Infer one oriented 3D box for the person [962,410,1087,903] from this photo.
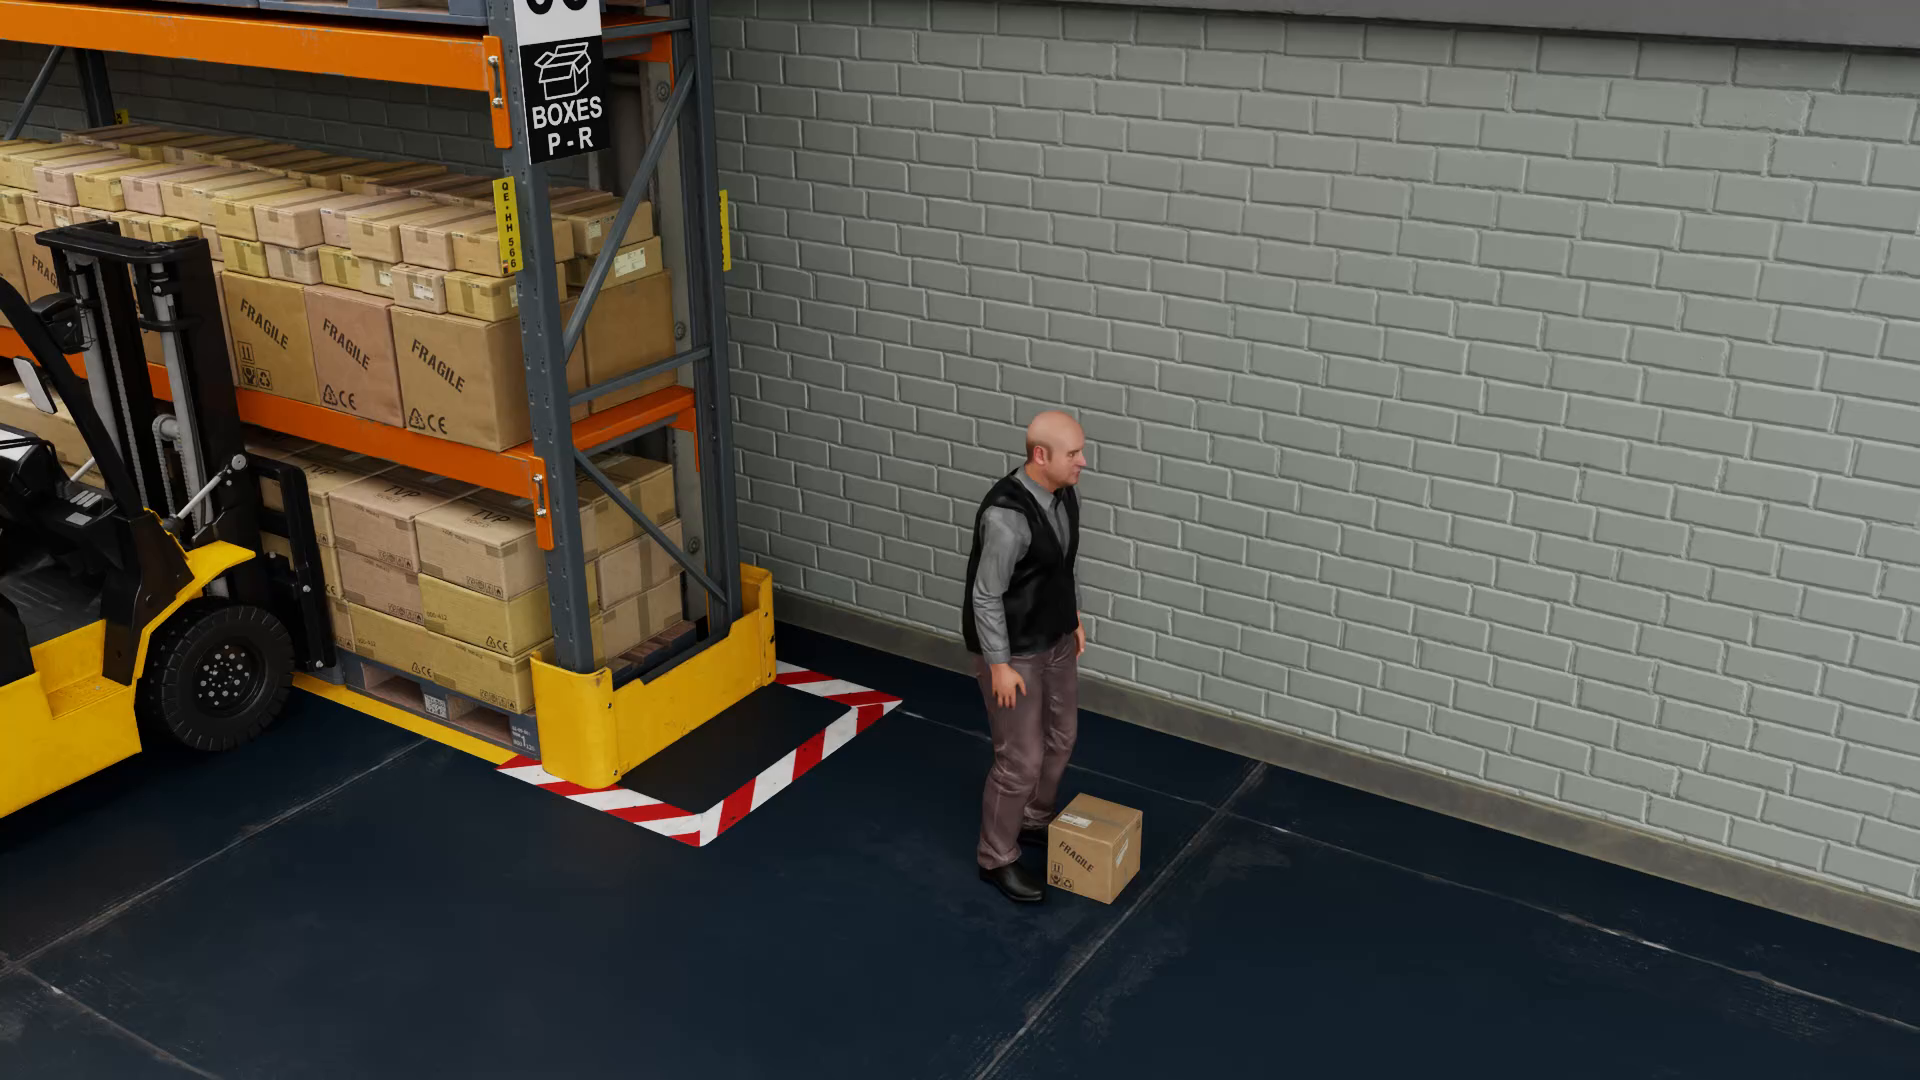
[{"bbox_3d":[0.243,0.416,5.778,0.398,1.616,0.580,14,27,29],"label":"person"}]
